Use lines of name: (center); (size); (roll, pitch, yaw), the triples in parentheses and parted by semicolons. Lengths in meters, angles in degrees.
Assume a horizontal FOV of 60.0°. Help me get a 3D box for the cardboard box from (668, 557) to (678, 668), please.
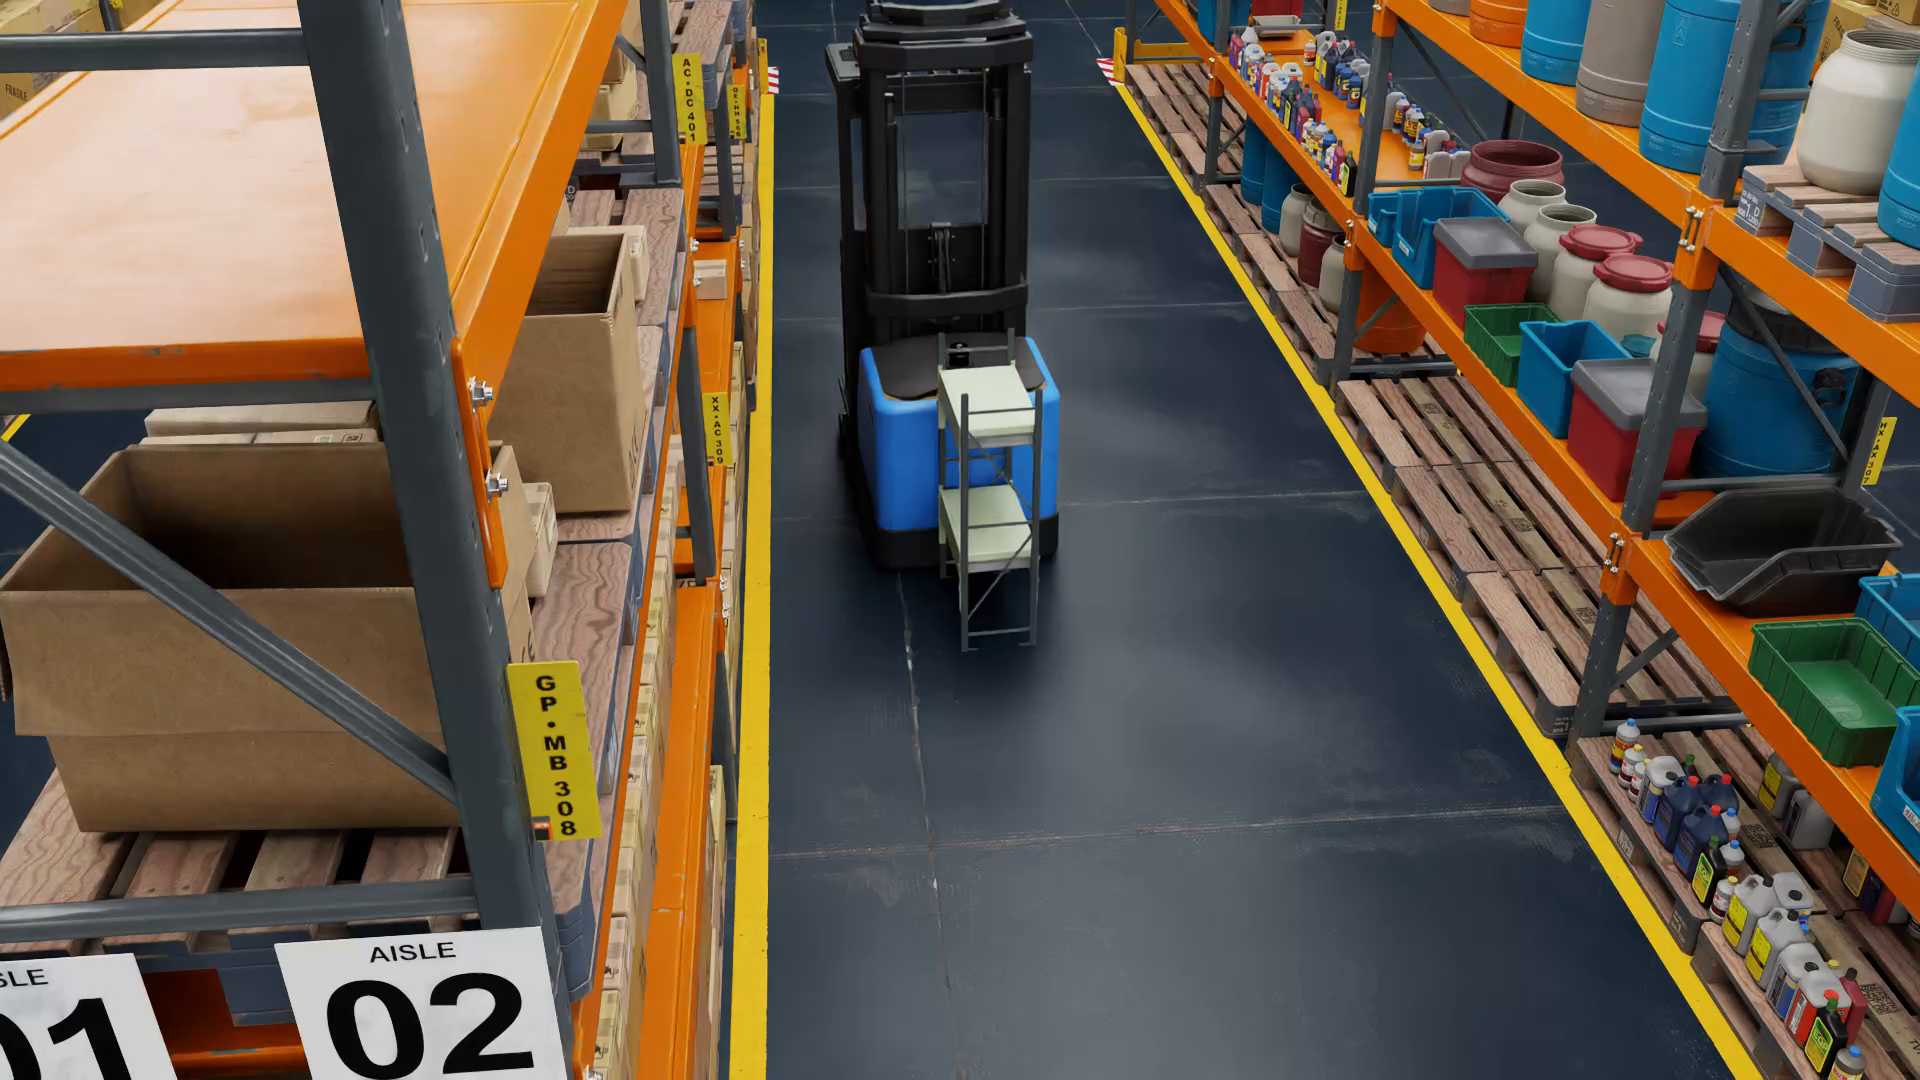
cardboard box: (-1.473, 0.176, 6.433); (0.700, 0.500, 0.500); (-4, 31, -6)

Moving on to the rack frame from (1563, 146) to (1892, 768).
rack frame: (3.412, -0.243, 7.232); (1.000, 3.000, 0.127); (-3, 31, -5)

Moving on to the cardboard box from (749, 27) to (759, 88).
cardboard box: (-2.345, -4.984, 17.178); (0.500, 0.500, 0.500); (-3, 31, -5)

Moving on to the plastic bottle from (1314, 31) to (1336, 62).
plastic bottle: (3.023, -4.088, 13.791); (0.152, 0.276, 0.135); (-3, 31, -5)

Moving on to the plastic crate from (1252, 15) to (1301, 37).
plastic crate: (2.763, -4.484, 14.531); (0.396, 0.136, 0.243); (-3, 31, -5)

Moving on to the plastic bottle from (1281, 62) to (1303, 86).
plastic bottle: (2.566, -3.554, 12.896); (0.152, 0.276, 0.135); (-3, 31, -5)

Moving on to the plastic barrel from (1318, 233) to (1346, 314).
plastic barrel: (2.834, -1.930, 12.073); (0.421, 0.512, 0.421); (0, 31, 0)

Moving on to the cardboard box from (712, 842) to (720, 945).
cardboard box: (-1.223, 1.475, 6.628); (0.500, 0.250, 0.500); (-3, 31, -5)

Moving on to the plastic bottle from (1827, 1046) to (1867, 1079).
plastic bottle: (3.177, 1.895, 5.952); (0.097, 0.201, 0.097); (0, 31, 0)

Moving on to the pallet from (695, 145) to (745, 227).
pallet: (-2.027, -2.310, 10.879); (1.213, 0.211, 1.003); (-3, 31, -5)

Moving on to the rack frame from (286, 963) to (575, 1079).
rack frame: (-1.147, 2.035, 3.418); (1.000, 3.000, 0.127); (-3, 31, -5)

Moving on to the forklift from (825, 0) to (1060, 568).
forklift: (-0.186, -1.839, 9.971); (1.130, 2.935, 3.031); (-5, 31, -8)

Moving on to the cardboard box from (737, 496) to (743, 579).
cardboard box: (-1.456, -0.010, 9.114); (0.500, 0.250, 0.500); (-2, 31, -4)

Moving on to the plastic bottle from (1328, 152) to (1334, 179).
plastic bottle: (2.561, -2.563, 11.310); (0.097, 0.201, 0.097); (0, 31, 0)

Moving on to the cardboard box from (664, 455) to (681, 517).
cardboard box: (-1.282, -0.200, 6.430); (0.380, 0.149, 0.250); (-3, 31, -5)

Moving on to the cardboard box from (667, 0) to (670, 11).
cardboard box: (-1.687, -2.665, 8.098); (0.500, 0.250, 0.500); (-3, 31, -6)

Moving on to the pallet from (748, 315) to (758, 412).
pallet: (-1.926, -1.235, 11.613); (1.003, 0.211, 1.213); (-3, 31, -5)

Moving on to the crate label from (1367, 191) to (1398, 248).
crate label: (2.704, -1.980, 10.303); (0.303, 0.233, 0.416); (-3, 31, -5)

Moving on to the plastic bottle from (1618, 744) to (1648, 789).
plastic bottle: (3.015, 1.005, 7.442); (0.097, 0.201, 0.097); (0, 31, 0)

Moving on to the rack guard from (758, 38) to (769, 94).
rack guard: (-2.634, -5.022, 17.671); (1.175, 0.500, 0.348); (-3, 31, -5)

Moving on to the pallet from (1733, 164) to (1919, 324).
pallet: (3.576, -1.086, 5.902); (1.213, 0.211, 1.003); (-3, 31, -5)

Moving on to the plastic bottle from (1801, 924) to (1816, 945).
plastic bottle: (3.265, 1.582, 6.477); (0.097, 0.201, 0.097); (0, 31, 0)

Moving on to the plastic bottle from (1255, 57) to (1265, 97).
plastic bottle: (2.357, -3.616, 12.993); (0.061, 0.283, 0.133); (-3, 31, -5)

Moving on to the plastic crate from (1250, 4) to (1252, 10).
plastic crate: (2.705, -5.090, 15.405); (0.437, 0.282, 0.530); (-3, 31, -5)

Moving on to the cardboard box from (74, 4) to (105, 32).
cardboard box: (-6.905, -3.808, 12.794); (0.500, 0.500, 0.500); (-3, 31, -5)

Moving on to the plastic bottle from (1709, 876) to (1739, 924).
plastic bottle: (3.095, 1.444, 6.708); (0.097, 0.201, 0.097); (0, 31, 0)

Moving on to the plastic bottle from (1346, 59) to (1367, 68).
plastic bottle: (3.104, -3.644, 13.047); (0.152, 0.276, 0.135); (-3, 31, -5)

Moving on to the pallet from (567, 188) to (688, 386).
pallet: (-1.415, -0.823, 5.364); (1.003, 0.211, 1.213); (-3, 31, -5)

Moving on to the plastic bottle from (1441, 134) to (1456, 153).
plastic bottle: (3.334, -2.641, 11.361); (0.061, 0.283, 0.133); (-3, 31, -5)

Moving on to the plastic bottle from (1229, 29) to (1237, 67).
plastic bottle: (2.274, -4.069, 13.752); (0.061, 0.283, 0.133); (-3, 31, -5)

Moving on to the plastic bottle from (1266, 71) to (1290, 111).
plastic bottle: (2.436, -3.428, 12.686); (0.152, 0.276, 0.135); (-3, 31, -5)

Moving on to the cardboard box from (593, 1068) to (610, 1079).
cardboard box: (-0.996, 1.368, 3.805); (0.380, 0.149, 0.250); (-4, 31, -6)

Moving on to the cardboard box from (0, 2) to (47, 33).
cardboard box: (-6.815, -3.605, 11.723); (0.500, 0.250, 0.500); (-2, 31, -4)

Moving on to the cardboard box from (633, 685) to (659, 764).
cardboard box: (-1.137, 0.584, 5.118); (0.380, 0.149, 0.250); (-2, 31, -3)

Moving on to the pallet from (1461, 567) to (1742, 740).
pallet: (3.300, 0.555, 8.615); (1.003, 0.211, 1.213); (-3, 31, -5)

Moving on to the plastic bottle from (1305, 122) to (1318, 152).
plastic bottle: (2.507, -2.862, 11.810); (0.097, 0.201, 0.097); (0, 31, 0)

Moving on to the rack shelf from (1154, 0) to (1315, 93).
rack shelf: (2.477, -5.039, 15.964); (1.077, 0.370, 4.000); (-3, 31, -5)

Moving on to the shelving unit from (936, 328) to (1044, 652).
shelving unit: (0.144, -0.259, 8.721); (0.431, 1.500, 0.755); (-5, 31, -8)

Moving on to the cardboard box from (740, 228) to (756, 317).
cardboard box: (-1.748, -1.935, 12.073); (0.500, 0.500, 0.500); (-3, 31, -5)

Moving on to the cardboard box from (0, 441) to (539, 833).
cardboard box: (-1.196, 0.169, 2.971); (0.797, 0.503, 0.637); (-1, 31, -1)

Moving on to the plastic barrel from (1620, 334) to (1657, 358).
plastic barrel: (3.441, -0.866, 8.411); (0.301, 0.262, 0.301); (0, 31, 0)

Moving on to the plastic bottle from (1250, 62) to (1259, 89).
plastic bottle: (2.355, -3.690, 13.197); (0.097, 0.201, 0.097); (0, 31, 0)

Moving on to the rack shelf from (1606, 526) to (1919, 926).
rack shelf: (3.599, 1.087, 5.707); (1.077, 0.370, 4.000); (-3, 31, -5)

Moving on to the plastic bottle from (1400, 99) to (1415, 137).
plastic bottle: (3.257, -3.063, 12.068); (0.061, 0.283, 0.133); (-3, 31, -5)

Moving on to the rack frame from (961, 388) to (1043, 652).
rack frame: (0.204, -0.073, 8.411); (0.400, 1.500, 0.023); (-5, 31, -8)

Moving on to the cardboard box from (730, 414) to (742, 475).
cardboard box: (-1.501, -0.512, 9.407); (0.500, 0.311, 0.500); (-3, 31, -5)

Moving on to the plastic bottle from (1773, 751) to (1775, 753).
plastic bottle: (3.756, 0.940, 7.551); (0.097, 0.201, 0.097); (0, 31, 0)

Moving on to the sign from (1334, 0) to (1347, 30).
sign: (3.212, -4.471, 14.041); (0.100, 0.325, 0.005); (-3, 31, -5)

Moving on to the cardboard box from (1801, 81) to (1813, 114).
cardboard box: (7.675, -3.507, 14.359); (1.225, 0.875, 0.875); (-3, 31, -4)

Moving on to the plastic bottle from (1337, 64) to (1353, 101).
plastic bottle: (2.994, -3.558, 12.907); (0.097, 0.271, 0.097); (0, 31, 0)

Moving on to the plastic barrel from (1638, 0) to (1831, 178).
plastic barrel: (3.148, -1.995, 6.751); (0.600, 0.901, 0.708); (-3, 31, -5)

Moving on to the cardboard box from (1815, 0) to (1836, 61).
cardboard box: (7.390, -4.361, 14.028); (0.500, 0.500, 0.500); (-3, 31, -4)
